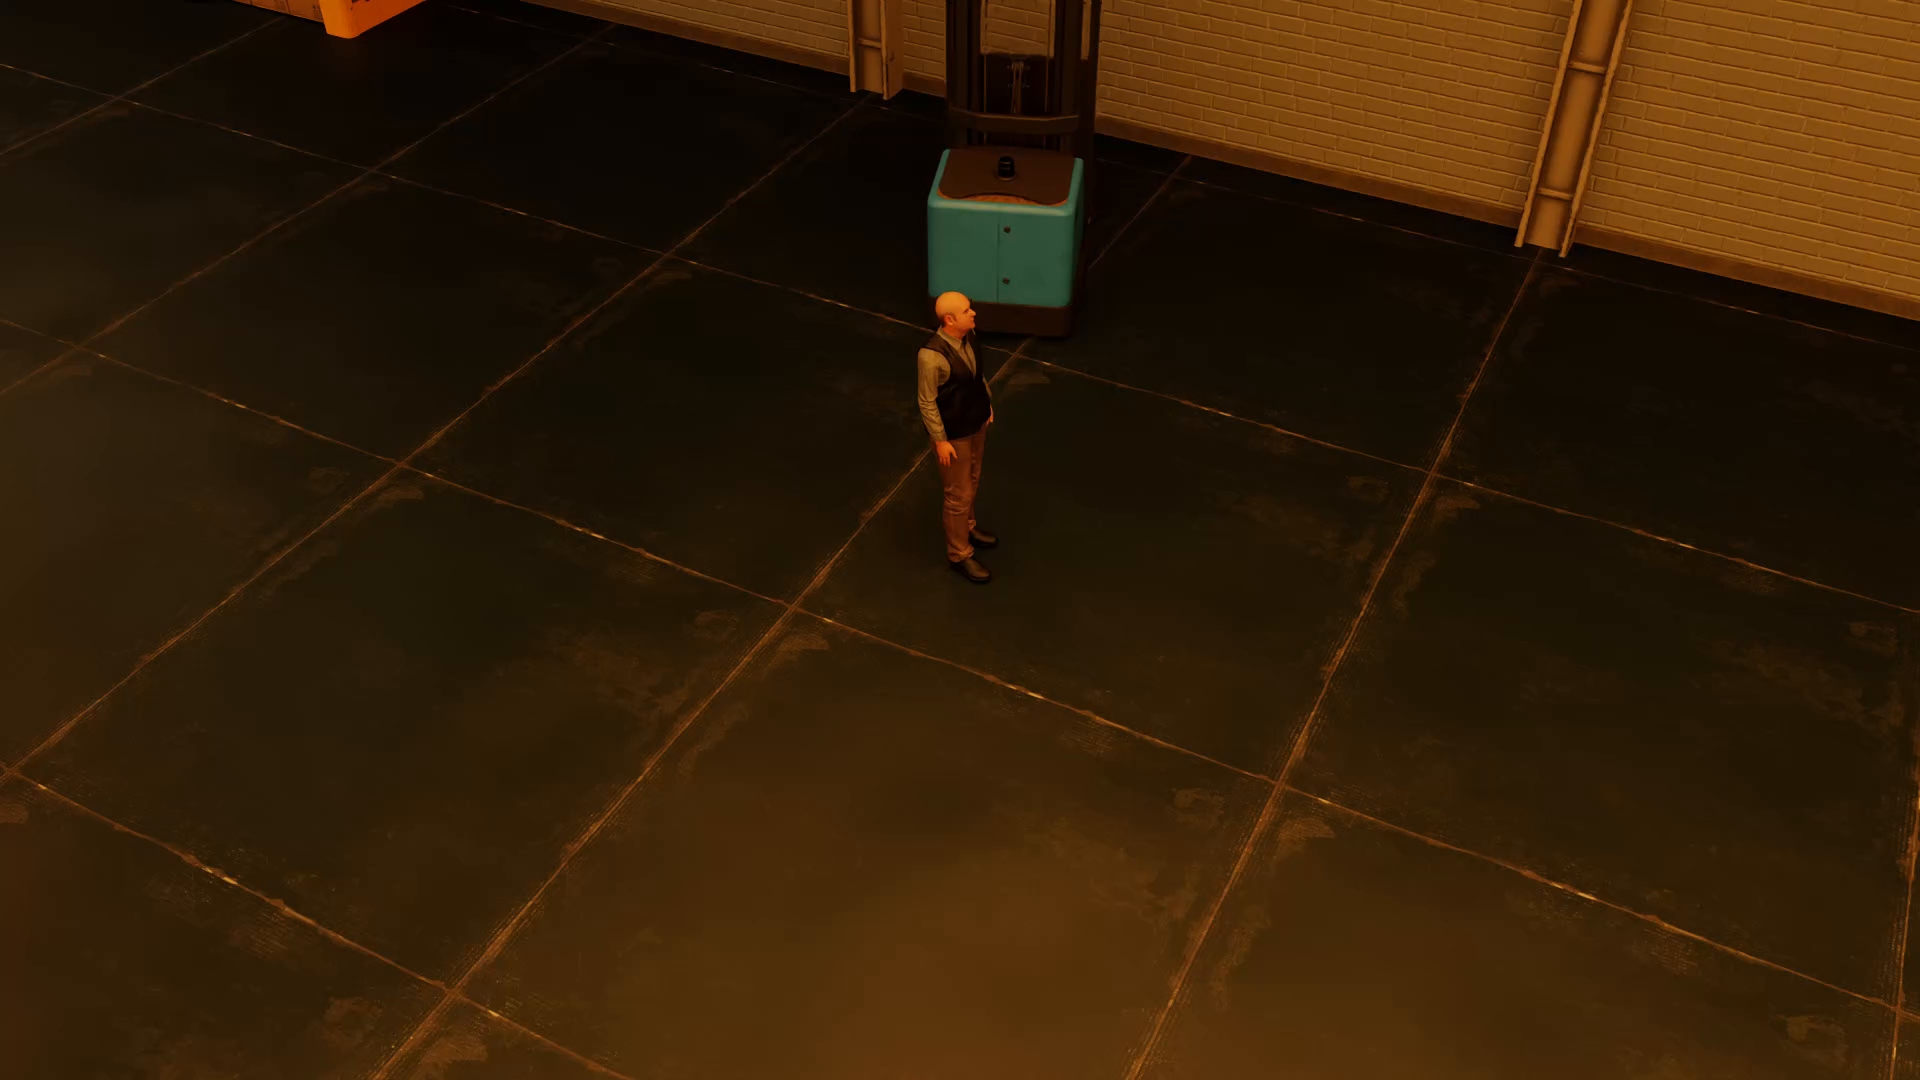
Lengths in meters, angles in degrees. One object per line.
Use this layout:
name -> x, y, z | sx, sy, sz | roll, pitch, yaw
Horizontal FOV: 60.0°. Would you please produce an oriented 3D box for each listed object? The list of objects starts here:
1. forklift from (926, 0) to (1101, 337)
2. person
forklift -> 0.479, -3.520, 12.166 | 1.130, 2.935, 3.031 | 5, 40, 6
person -> 0.053, -0.641, 9.676 | 0.566, 1.722, 0.633 | 18, 43, 21
